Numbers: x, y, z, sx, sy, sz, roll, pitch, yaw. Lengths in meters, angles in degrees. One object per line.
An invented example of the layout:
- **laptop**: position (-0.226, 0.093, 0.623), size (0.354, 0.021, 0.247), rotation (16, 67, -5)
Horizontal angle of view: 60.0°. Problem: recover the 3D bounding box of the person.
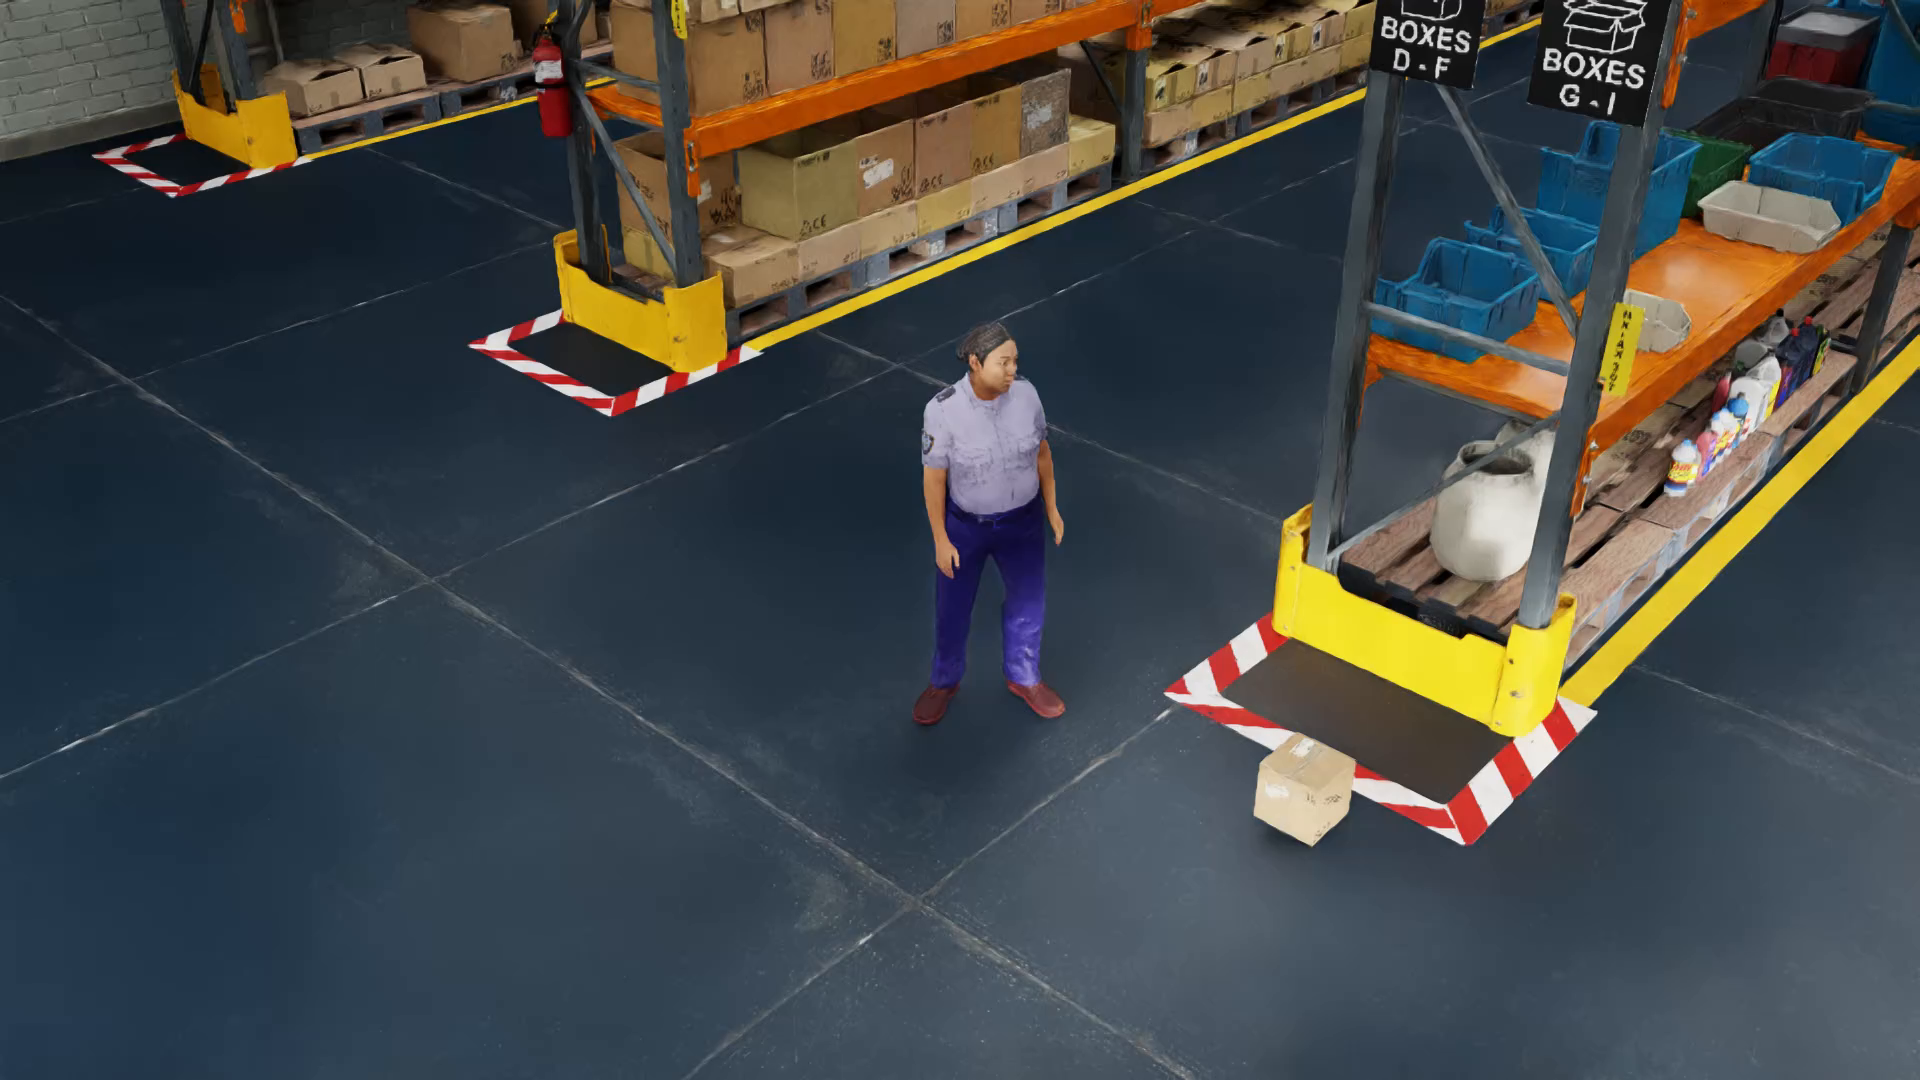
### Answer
- **person**: position (0.098, -0.046, 6.189), size (0.602, 1.646, 0.373), rotation (-11, 33, -18)
